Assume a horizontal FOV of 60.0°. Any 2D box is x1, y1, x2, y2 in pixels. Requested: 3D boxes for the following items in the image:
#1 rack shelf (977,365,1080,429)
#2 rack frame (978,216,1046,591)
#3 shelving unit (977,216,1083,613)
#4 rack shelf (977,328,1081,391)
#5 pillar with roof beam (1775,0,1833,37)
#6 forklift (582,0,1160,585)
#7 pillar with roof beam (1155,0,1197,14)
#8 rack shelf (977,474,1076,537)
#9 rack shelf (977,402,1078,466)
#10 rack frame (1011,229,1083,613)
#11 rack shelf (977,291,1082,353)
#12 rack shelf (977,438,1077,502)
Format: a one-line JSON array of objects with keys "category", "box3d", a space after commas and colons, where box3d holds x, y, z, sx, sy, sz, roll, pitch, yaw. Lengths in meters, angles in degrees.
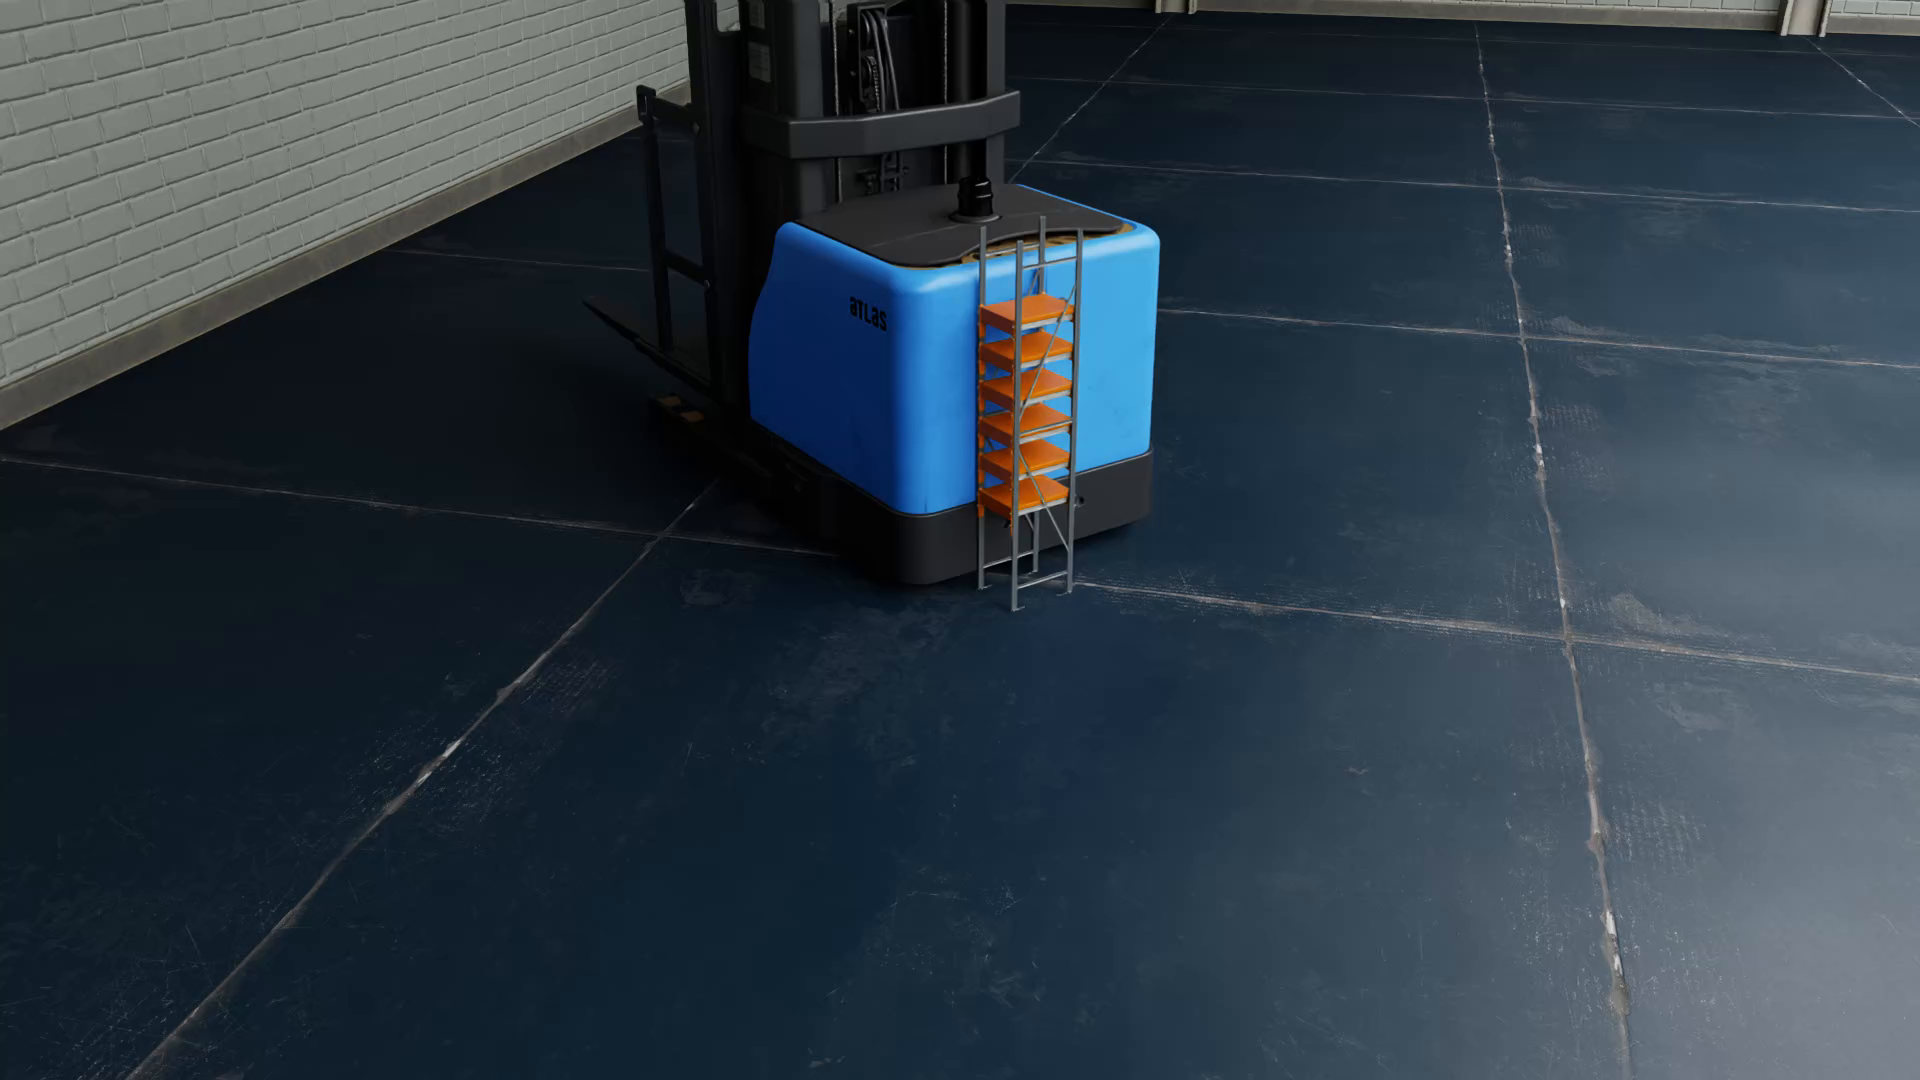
[{"category": "rack shelf", "box3d": [0.209, -0.441, 5.106, 0.258, 0.103, 0.180, -16, 30, -31]}, {"category": "rack frame", "box3d": [0.158, -0.406, 5.206, 0.240, 1.200, 0.006, -16, 30, -31]}, {"category": "shelving unit", "box3d": [0.209, -0.373, 5.138, 0.258, 1.200, 0.189, -16, 30, -31]}, {"category": "rack shelf", "box3d": [0.209, -0.550, 5.054, 0.258, 0.103, 0.180, -16, 30, -31]}, {"category": "pillar with roof beam", "box3d": [6.986, -7.133, 10.263, 0.400, 9.000, 9.100, 6, 26, 13]}, {"category": "forklift", "box3d": [-0.581, -1.762, 6.041, 1.130, 2.935, 3.031, -16, 30, -31]}, {"category": "pillar with roof beam", "box3d": [1.175, -7.775, 11.613, 0.400, 9.000, 9.100, 6, 26, 13]}, {"category": "rack shelf", "box3d": [0.209, -0.116, 5.260, 0.258, 0.103, 0.180, -16, 30, -31]}, {"category": "rack shelf", "box3d": [0.209, -0.333, 5.157, 0.258, 0.103, 0.180, -16, 30, -31]}, {"category": "rack frame", "box3d": [0.261, -0.341, 5.070, 0.240, 1.200, 0.006, -16, 30, -31]}, {"category": "rack shelf", "box3d": [0.209, -0.658, 5.002, 0.258, 0.103, 0.180, -16, 30, -31]}, {"category": "rack shelf", "box3d": [0.209, -0.225, 5.209, 0.258, 0.103, 0.180, -16, 30, -31]}]
